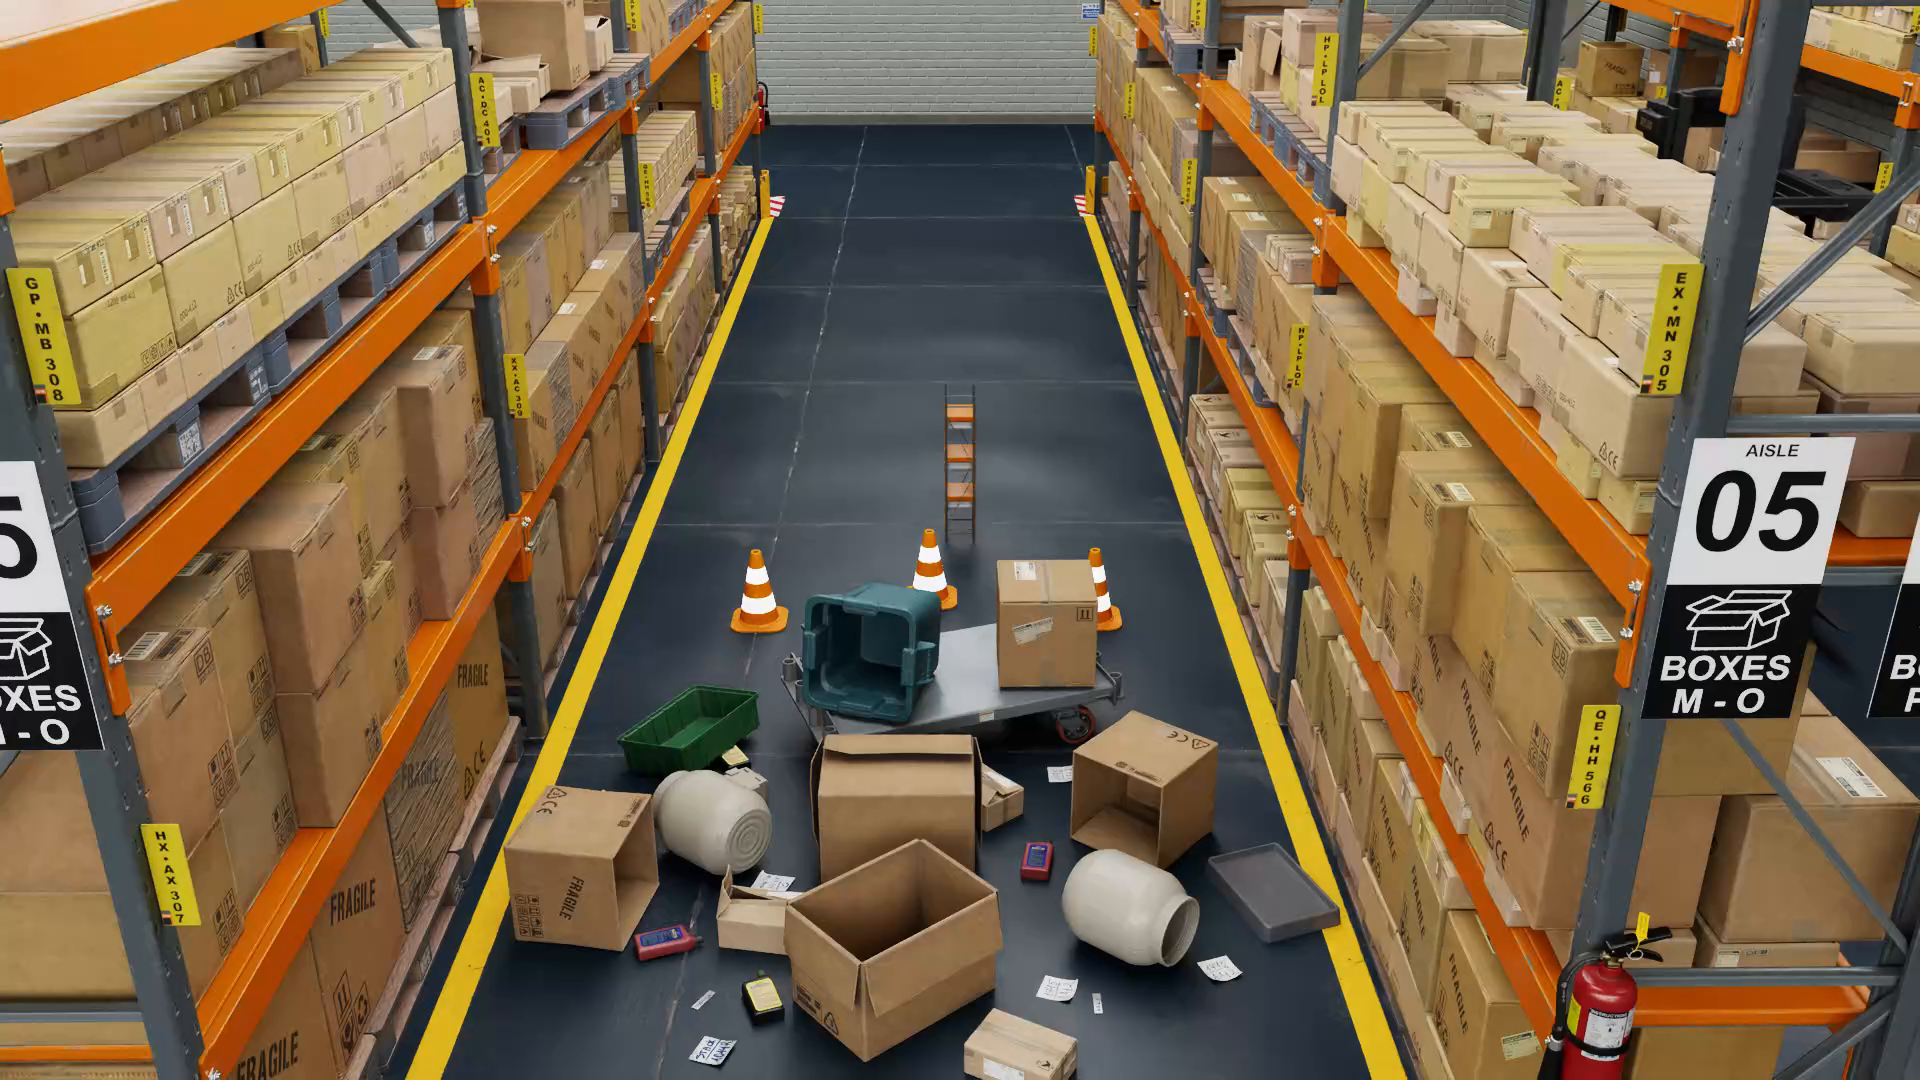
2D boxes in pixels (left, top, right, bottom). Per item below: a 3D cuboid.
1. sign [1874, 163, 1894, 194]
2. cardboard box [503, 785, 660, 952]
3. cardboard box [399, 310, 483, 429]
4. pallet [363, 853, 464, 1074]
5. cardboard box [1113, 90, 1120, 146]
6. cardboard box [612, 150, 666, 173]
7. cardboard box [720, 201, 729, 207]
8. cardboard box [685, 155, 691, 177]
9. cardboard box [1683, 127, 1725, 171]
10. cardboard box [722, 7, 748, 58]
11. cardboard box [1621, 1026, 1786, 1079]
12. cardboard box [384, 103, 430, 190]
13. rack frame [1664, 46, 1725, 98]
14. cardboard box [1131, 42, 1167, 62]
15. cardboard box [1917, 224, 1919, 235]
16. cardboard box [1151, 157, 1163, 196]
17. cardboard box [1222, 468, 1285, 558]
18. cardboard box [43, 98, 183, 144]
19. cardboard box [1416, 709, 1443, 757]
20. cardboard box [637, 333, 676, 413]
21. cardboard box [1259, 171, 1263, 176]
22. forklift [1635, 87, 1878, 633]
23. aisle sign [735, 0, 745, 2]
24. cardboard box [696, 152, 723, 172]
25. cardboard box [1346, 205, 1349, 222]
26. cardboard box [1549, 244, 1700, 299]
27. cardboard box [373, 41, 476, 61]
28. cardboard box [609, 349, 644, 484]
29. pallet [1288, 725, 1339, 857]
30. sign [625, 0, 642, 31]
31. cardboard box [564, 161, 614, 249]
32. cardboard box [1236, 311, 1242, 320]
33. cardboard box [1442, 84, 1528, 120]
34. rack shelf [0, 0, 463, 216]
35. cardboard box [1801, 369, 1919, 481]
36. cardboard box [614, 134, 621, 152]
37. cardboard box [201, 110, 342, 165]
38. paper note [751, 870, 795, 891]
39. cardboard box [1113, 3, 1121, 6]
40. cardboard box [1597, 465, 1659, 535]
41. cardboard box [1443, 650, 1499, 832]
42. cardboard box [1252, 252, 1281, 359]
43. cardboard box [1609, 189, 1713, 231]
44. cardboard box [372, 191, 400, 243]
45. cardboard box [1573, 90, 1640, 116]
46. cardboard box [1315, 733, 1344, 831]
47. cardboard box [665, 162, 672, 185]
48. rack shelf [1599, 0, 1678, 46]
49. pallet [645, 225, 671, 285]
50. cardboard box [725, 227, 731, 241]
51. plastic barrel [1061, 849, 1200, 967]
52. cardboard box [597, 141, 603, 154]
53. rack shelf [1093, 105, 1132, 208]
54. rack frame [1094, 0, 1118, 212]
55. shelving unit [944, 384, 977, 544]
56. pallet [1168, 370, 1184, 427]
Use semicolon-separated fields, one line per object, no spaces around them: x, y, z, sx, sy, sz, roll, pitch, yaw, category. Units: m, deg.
6.607;-2.537;11.911;0.100;0.325;0.005;0;24;-1;sign
-1.676;1.457;7.419;0.500;0.500;0.500;4;25;9;cardboard box
-2.749;-0.724;7.719;0.875;0.550;0.550;0;24;-1;cardboard box
-2.772;1.772;7.076;1.003;0.211;1.213;0;24;-1;pallet
1.851;-4.331;17.065;0.500;0.500;0.500;-1;24;-1;cardboard box
-2.590;-3.045;13.416;0.380;0.149;0.250;0;24;1;cardboard box
-2.631;-3.461;17.491;0.380;0.149;0.250;-1;24;-3;cardboard box
-2.599;-3.317;14.739;0.380;0.149;0.250;0;24;-1;cardboard box
6.893;-3.524;14.770;0.700;0.500;0.500;0;24;0;cardboard box
-2.590;-5.501;18.078;0.500;0.500;0.500;-1;24;-2;cardboard box
2.541;1.645;5.891;0.500;0.500;0.500;-1;24;-2;cardboard box
-2.451;-1.577;6.647;0.500;0.250;0.500;0;24;-1;cardboard box
7.106;-3.700;15.792;1.000;3.000;0.127;0;24;-1;rack frame
1.821;-4.599;15.656;0.380;0.149;0.250;-1;24;-2;cardboard box
6.863;-2.151;11.457;0.380;0.149;0.250;0;24;1;cardboard box
1.886;-3.022;13.868;0.500;0.250;0.500;-1;24;-2;cardboard box
2.201;-0.173;10.671;0.950;0.372;0.625;1;24;1;cardboard box
-3.039;-1.493;5.977;0.380;0.149;0.250;0;24;-1;cardboard box
1.972;0.703;6.361;0.380;0.149;0.250;-1;24;-1;cardboard box
-2.515;-1.309;13.029;0.500;0.500;0.500;-1;24;-3;cardboard box
2.426;-2.734;12.320;0.500;0.500;0.500;-1;24;-2;cardboard box
4.765;-1.226;10.404;1.130;2.935;3.031;-1;24;-1;forklift
-2.550;-6.477;18.776;0.394;0.787;0.004;0;24;-1;aisle sign
-2.482;-3.616;15.911;0.380;0.149;0.250;1;24;1;cardboard box
1.986;-1.501;7.594;0.380;0.149;0.250;-1;24;-1;cardboard box
2.038;-0.802;5.080;0.380;0.149;0.250;0;24;0;cardboard box
-2.958;-2.600;9.197;0.500;0.311;0.500;-1;24;-2;cardboard box
-2.846;-0.879;11.775;1.050;0.750;0.750;-1;24;-1;cardboard box
2.273;1.167;8.413;1.003;0.211;1.213;0;24;-1;pallet
-2.207;-3.602;11.210;0.100;0.325;0.005;0;24;-1;sign
-2.767;-2.280;11.318;0.700;0.500;0.500;0;24;-1;cardboard box
1.993;-1.528;10.785;0.380;0.149;0.250;1;24;3;cardboard box
2.625;-2.112;8.313;0.500;0.250;0.500;-1;24;-2;cardboard box
-2.697;-1.715;5.481;1.077;0.370;4.000;0;24;-1;rack shelf
2.535;-0.374;4.618;0.500;0.250;0.500;-1;24;-2;cardboard box
-3.257;-3.554;14.902;0.380;0.149;0.250;-1;24;-2;cardboard box
-2.379;-1.394;5.757;0.380;0.149;0.250;0;24;0;cardboard box
-0.874;1.592;7.703;0.172;0.023;0.155;8;26;18;paper note
1.900;-5.866;18.459;0.380;0.149;0.250;0;24;1;cardboard box
1.990;-0.130;4.562;0.380;0.149;0.250;0;24;0;cardboard box
1.991;0.658;5.672;0.500;0.500;0.500;0;24;0;cardboard box
1.989;-1.359;9.622;0.500;0.500;0.500;1;24;1;cardboard box
2.488;-1.122;5.788;0.380;0.149;0.250;0;24;1;cardboard box
-2.384;-1.238;6.382;0.380;0.149;0.250;0;24;0;cardboard box
6.839;-4.600;17.603;0.500;0.250;0.500;-1;24;-2;cardboard box
1.984;1.146;7.904;0.500;0.250;0.500;1;24;2;cardboard box
-2.589;-3.019;13.719;0.380;0.149;0.250;1;24;1;cardboard box
7.084;-5.563;17.144;1.077;0.370;4.000;0;24;-1;rack shelf
-2.877;-2.170;12.641;1.213;0.211;1.003;0;24;-1;pallet
-2.601;-3.220;17.319;0.380;0.149;0.250;1;24;2;cardboard box
0.737;1.598;7.204;0.512;0.421;0.421;19;30;35;plastic barrel
-3.249;-3.367;14.129;0.380;0.149;0.250;0;24;-1;cardboard box
2.121;-4.173;17.709;1.077;0.370;4.000;0;24;-1;rack shelf
2.099;-5.325;19.383;1.000;3.000;0.127;0;24;-1;rack frame
-0.001;-0.500;11.082;0.215;1.050;0.252;0;24;-1;shelving unit
2.253;-1.083;13.388;1.003;0.211;1.213;0;24;-1;pallet
